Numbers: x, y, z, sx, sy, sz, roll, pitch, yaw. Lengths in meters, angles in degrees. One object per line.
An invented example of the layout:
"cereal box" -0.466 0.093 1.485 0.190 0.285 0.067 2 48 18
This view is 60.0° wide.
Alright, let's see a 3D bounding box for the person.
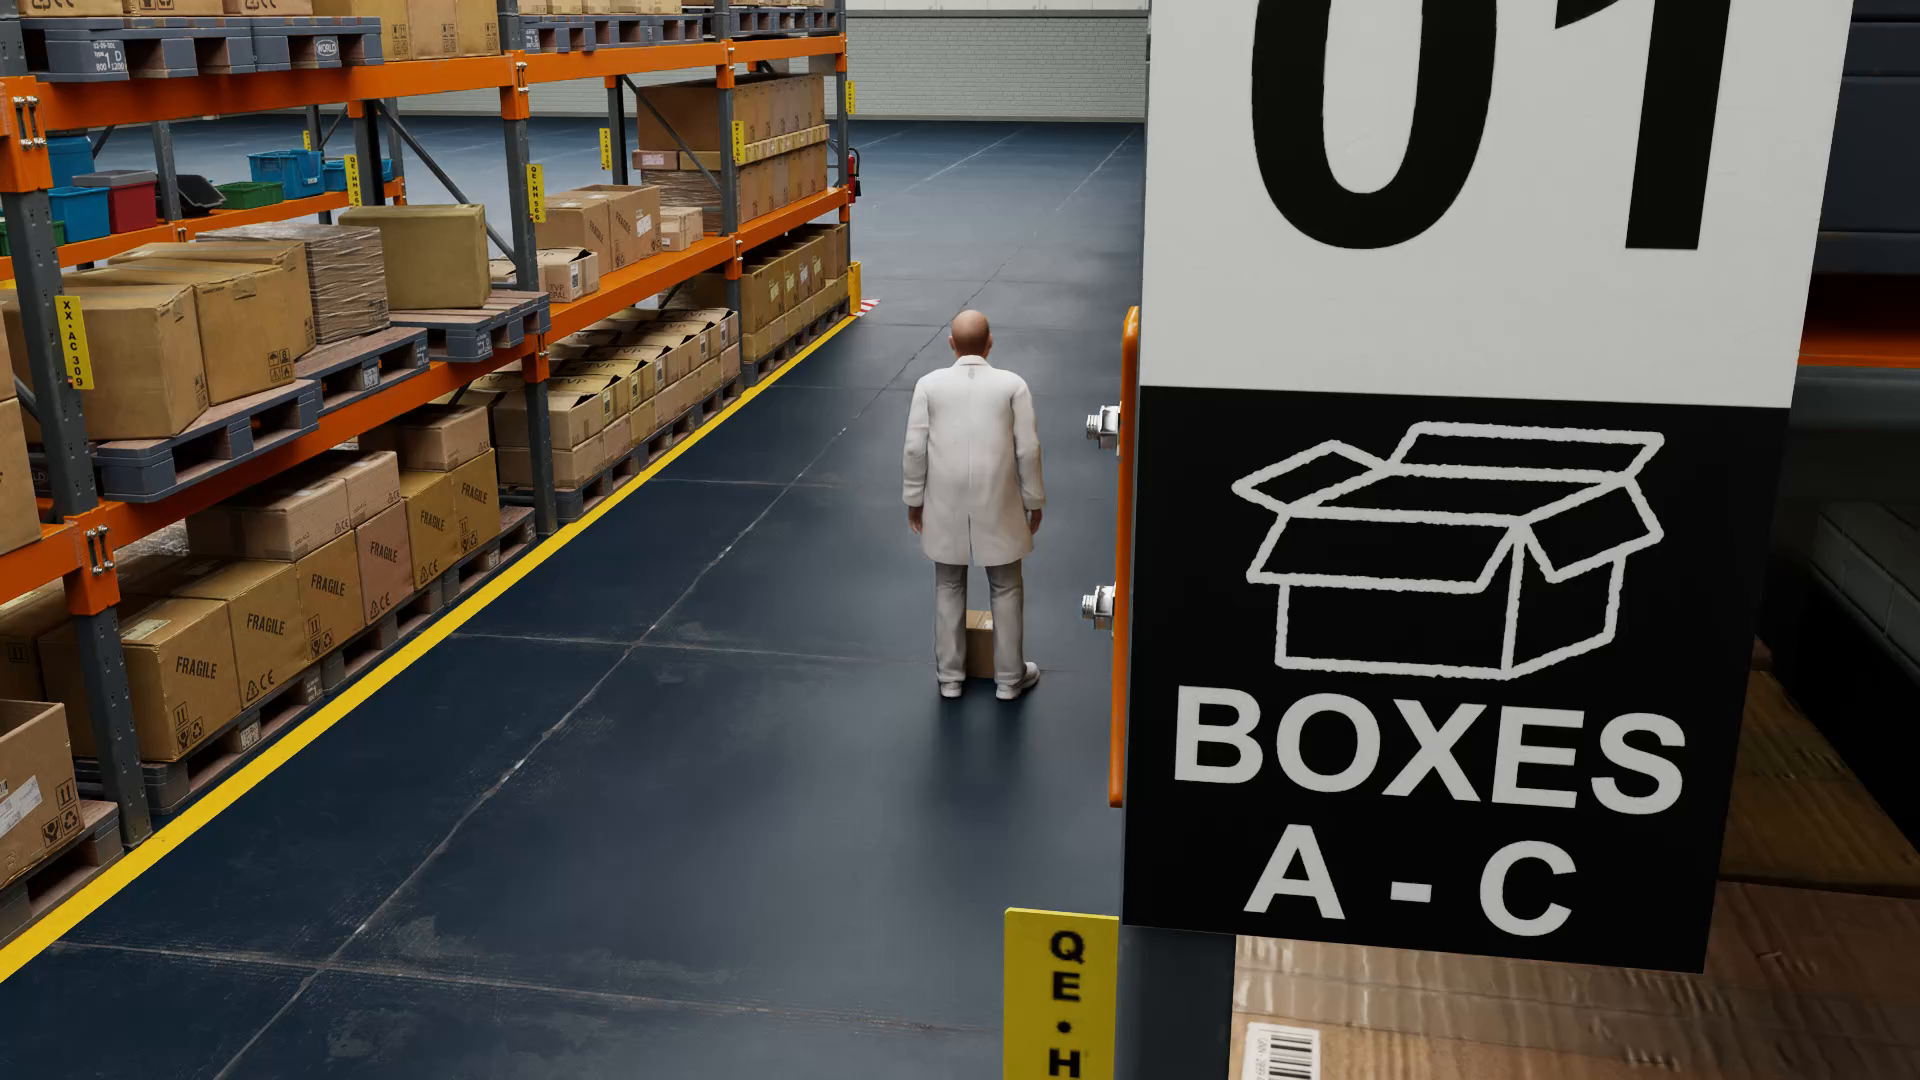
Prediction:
"person" 0.062 -0.152 7.556 0.656 1.774 0.416 2 18 7
